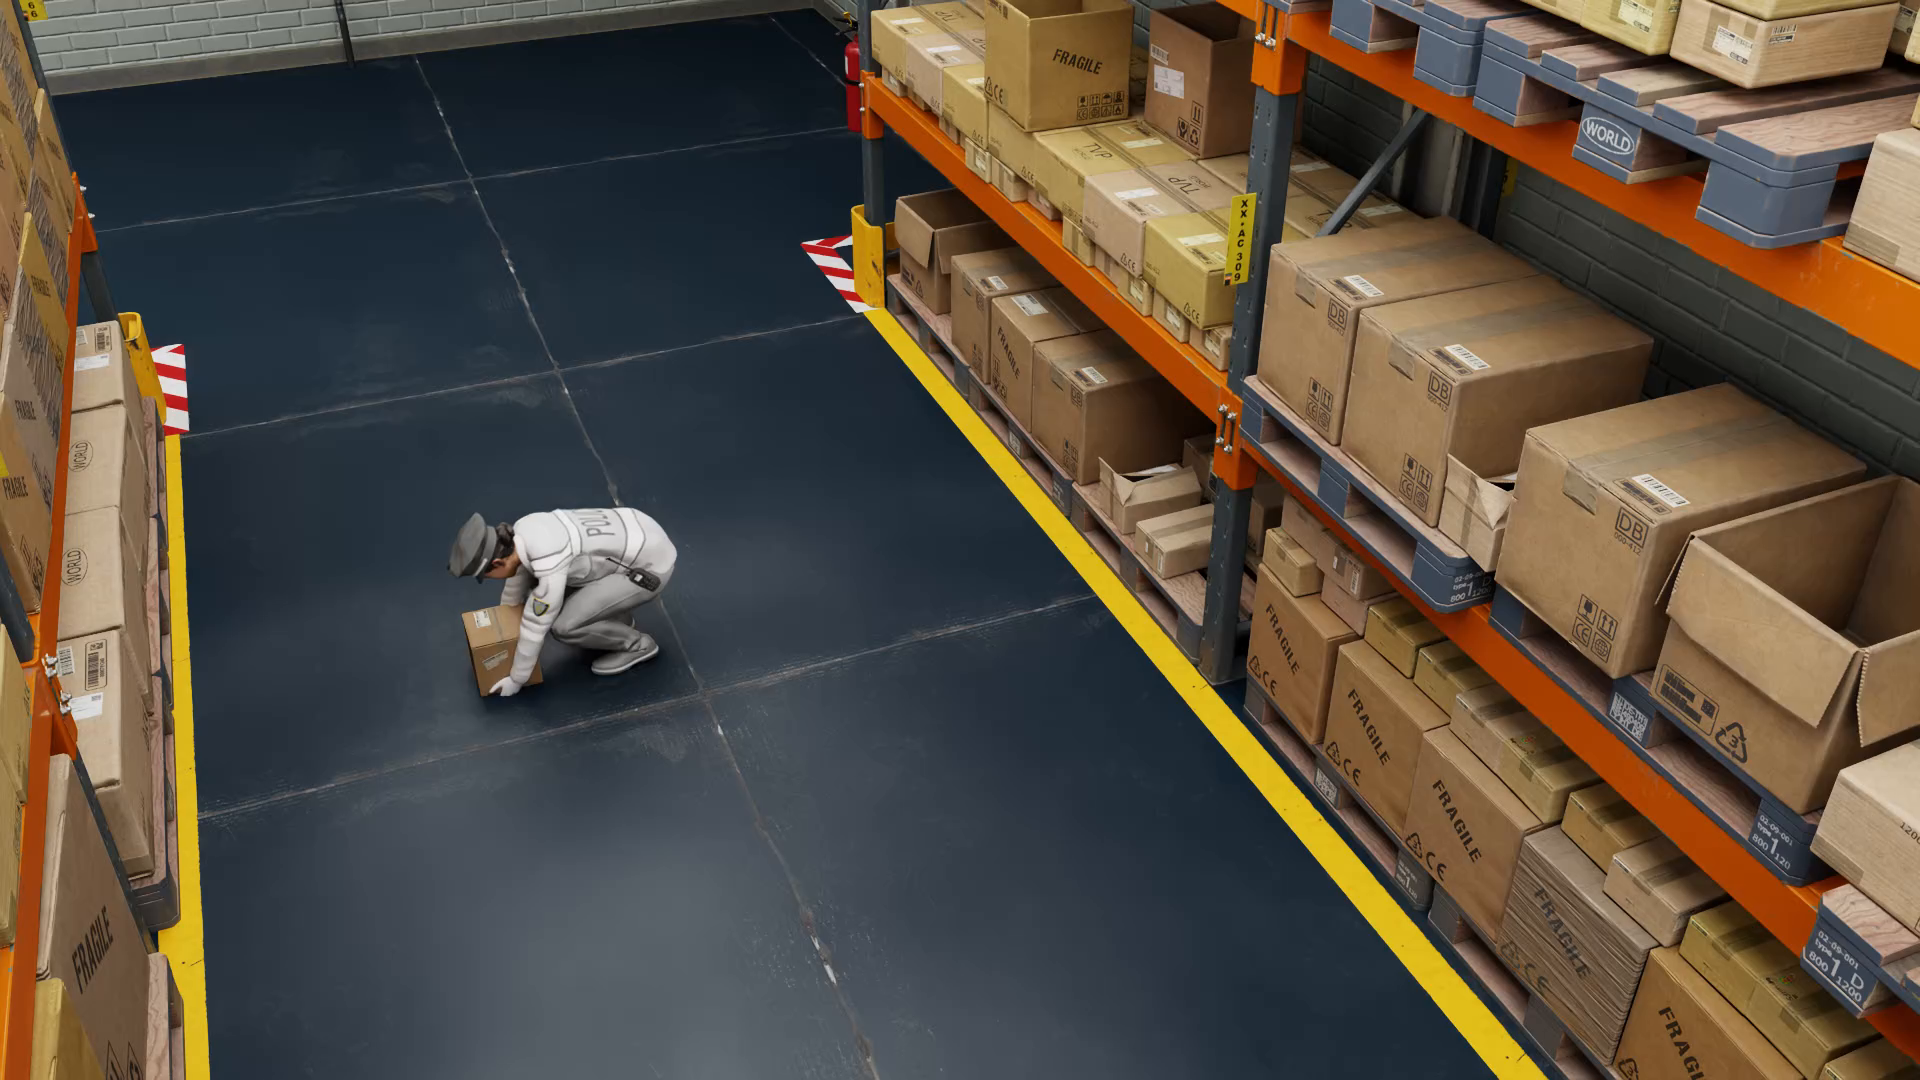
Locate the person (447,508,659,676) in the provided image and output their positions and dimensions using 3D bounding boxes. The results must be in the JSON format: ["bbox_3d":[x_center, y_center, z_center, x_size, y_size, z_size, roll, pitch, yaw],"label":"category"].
[{"bbox_3d":[-1.633,0.185,6.670,0.772,0.784,0.409,-14,36,-19],"label":"person"}]
